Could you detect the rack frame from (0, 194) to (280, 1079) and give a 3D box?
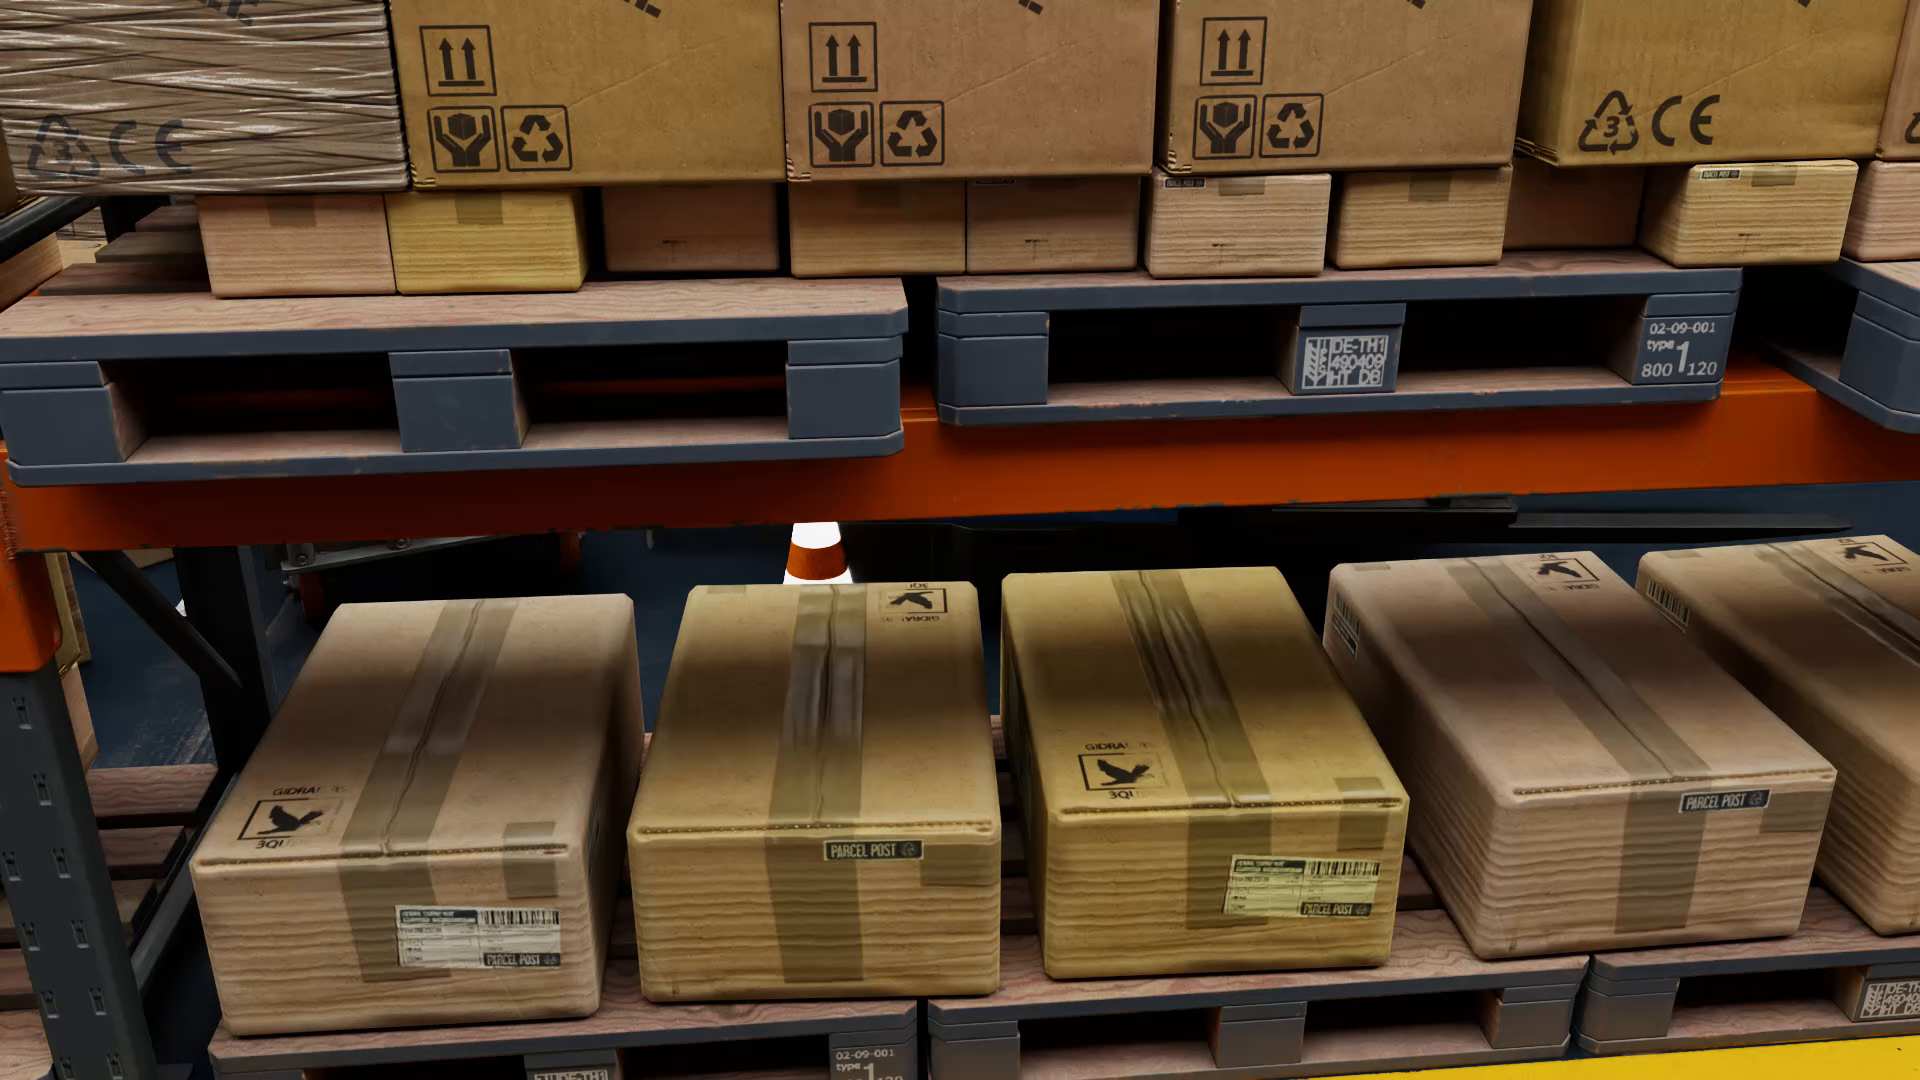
[{"bbox_3d":[-1.496,-0.507,2.698,0.127,3.000,1.000,-2,24,-5],"label":"rack frame"}]

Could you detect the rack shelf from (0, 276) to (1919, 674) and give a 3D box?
[{"bbox_3d":[0.494,-0.258,3.023,4.000,0.370,1.077,-2,24,-5],"label":"rack shelf"}]

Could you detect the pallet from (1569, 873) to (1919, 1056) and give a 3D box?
[{"bbox_3d":[1.707,0.638,3.555,1.213,0.211,1.003,-2,24,-5],"label":"pallet"}]

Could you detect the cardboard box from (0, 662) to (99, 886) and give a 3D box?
[{"bbox_3d":[-2.110,0.472,3.363,0.500,0.250,0.500,-3,24,-8],"label":"cardboard box"}]

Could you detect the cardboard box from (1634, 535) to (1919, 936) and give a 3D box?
[{"bbox_3d":[1.921,0.361,3.464,0.625,0.372,0.950,-4,24,-9],"label":"cardboard box"}]

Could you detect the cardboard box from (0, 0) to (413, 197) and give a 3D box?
[{"bbox_3d":[-1.001,-0.783,2.313,0.500,0.500,0.500,-2,24,-4],"label":"cardboard box"}]

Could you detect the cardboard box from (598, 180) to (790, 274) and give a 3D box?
[{"bbox_3d":[-0.391,-0.527,2.535,0.250,0.149,0.380,-1,24,-2],"label":"cardboard box"}]

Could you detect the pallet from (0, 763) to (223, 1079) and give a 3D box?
[{"bbox_3d":[-2.161,0.808,3.172,1.213,0.211,1.003,-2,24,-5],"label":"pallet"}]

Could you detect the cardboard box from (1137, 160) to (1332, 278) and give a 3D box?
[{"bbox_3d":[0.385,-0.519,2.518,0.250,0.149,0.380,-1,24,-3],"label":"cardboard box"}]

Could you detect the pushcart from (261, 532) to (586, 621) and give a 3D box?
[{"bbox_3d":[-1.770,-0.228,5.299,0.936,0.377,1.648,-11,26,-23],"label":"pushcart"}]

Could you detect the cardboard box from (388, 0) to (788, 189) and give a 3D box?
[{"bbox_3d":[-0.503,-0.804,2.359,0.500,0.500,0.500,-2,24,-5],"label":"cardboard box"}]

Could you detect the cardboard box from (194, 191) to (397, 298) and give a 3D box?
[{"bbox_3d":[-0.915,-0.479,2.426,0.250,0.149,0.380,-2,24,-4],"label":"cardboard box"}]

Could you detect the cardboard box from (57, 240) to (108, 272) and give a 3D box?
[{"bbox_3d":[-3.527,-0.886,6.625,0.500,0.500,0.500,2,24,4],"label":"cardboard box"}]

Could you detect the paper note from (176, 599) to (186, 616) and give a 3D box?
[{"bbox_3d":[-2.191,0.181,4.805,0.142,0.019,0.148,-2,24,-5],"label":"paper note"}]

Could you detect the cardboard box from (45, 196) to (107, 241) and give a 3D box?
[{"bbox_3d":[-3.612,-1.690,7.459,0.875,0.875,0.875,-2,24,-5],"label":"cardboard box"}]

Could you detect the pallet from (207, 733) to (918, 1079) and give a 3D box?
[{"bbox_3d":[-0.721,0.735,3.335,1.213,0.211,1.003,-2,24,-5],"label":"pallet"}]

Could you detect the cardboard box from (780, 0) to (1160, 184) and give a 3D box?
[{"bbox_3d":[-0.009,-0.818,2.391,0.500,0.500,0.500,-2,24,-5],"label":"cardboard box"}]

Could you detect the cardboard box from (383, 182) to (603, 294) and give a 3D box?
[{"bbox_3d":[-0.665,-0.485,2.440,0.250,0.149,0.380,-2,24,-4],"label":"cardboard box"}]

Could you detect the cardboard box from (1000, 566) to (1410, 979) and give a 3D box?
[{"bbox_3d":[0.433,0.421,3.327,0.625,0.372,0.950,-2,24,-3],"label":"cardboard box"}]

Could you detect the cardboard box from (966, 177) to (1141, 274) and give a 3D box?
[{"bbox_3d":[0.115,-0.530,2.541,0.250,0.149,0.380,-2,24,-5],"label":"cardboard box"}]

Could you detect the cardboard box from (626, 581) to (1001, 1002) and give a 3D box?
[{"bbox_3d":[-0.259,0.450,3.263,0.625,0.372,0.950,-1,24,-2],"label":"cardboard box"}]

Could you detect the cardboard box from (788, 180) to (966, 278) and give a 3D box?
[{"bbox_3d":[-0.131,-0.521,2.520,0.250,0.149,0.380,-2,24,-4],"label":"cardboard box"}]

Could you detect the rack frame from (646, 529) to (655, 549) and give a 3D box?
[{"bbox_3d":[-0.967,-0.568,5.051,0.015,1.200,0.240,0,24,0],"label":"rack frame"}]

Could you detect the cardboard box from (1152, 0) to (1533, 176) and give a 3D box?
[{"bbox_3d":[0.501,-0.843,2.446,0.500,0.500,0.500,-3,24,-7],"label":"cardboard box"}]

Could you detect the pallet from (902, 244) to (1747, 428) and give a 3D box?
[{"bbox_3d":[0.519,-0.484,2.881,1.213,0.211,1.003,-2,24,-5],"label":"pallet"}]

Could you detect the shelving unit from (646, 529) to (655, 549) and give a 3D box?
[{"bbox_3d":[-0.723,-0.568,5.050,0.503,1.200,0.258,0,24,0],"label":"shelving unit"}]

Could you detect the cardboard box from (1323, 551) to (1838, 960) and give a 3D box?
[{"bbox_3d":[1.188,0.393,3.390,0.625,0.372,0.950,-3,24,-6],"label":"cardboard box"}]

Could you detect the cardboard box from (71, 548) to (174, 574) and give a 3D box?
[{"bbox_3d":[-2.518,-0.093,5.132,0.258,0.266,0.396,22,32,40],"label":"cardboard box"}]

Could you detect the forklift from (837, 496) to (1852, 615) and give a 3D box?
[{"bbox_3d":[1.057,-1.310,4.590,3.031,2.935,1.130,0,24,0],"label":"forklift"}]

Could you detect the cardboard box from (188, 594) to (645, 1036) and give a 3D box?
[{"bbox_3d":[-0.974,0.480,3.196,0.625,0.372,0.950,-2,24,-4],"label":"cardboard box"}]

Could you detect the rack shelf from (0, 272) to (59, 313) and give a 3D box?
[{"bbox_3d":[-3.486,-0.099,2.664,4.000,0.370,1.077,-2,24,-5],"label":"rack shelf"}]

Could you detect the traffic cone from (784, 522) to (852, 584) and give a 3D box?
[{"bbox_3d":[-0.400,0.037,4.598,0.334,0.463,0.336,-2,24,-5],"label":"traffic cone"}]

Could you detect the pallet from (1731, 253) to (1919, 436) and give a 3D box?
[{"bbox_3d":[1.786,-0.508,2.935,1.003,0.211,1.213,-2,24,-5],"label":"pallet"}]

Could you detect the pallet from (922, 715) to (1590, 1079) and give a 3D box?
[{"bbox_3d":[0.496,0.685,3.448,1.213,0.211,1.003,-2,24,-5],"label":"pallet"}]

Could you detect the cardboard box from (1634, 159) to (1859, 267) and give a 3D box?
[{"bbox_3d":[1.152,-0.544,2.573,0.250,0.149,0.380,-2,24,-4],"label":"cardboard box"}]

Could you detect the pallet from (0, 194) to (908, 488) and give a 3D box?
[{"bbox_3d":[-0.721,-0.391,2.673,1.213,0.211,1.003,-2,24,-5],"label":"pallet"}]

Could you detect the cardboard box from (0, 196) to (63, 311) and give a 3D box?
[{"bbox_3d":[-1.841,-0.509,3.012,0.250,0.149,0.380,-2,24,-5],"label":"cardboard box"}]

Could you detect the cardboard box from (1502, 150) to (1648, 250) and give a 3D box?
[{"bbox_3d":[0.889,-0.585,2.665,0.250,0.149,0.380,-2,24,-5],"label":"cardboard box"}]

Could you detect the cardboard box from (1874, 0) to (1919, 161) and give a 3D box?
[{"bbox_3d":[1.546,-0.885,2.541,0.500,0.500,0.500,-3,24,-6],"label":"cardboard box"}]

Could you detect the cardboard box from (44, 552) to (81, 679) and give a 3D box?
[{"bbox_3d":[-2.110,0.129,3.211,0.500,0.500,0.500,-1,24,-3],"label":"cardboard box"}]

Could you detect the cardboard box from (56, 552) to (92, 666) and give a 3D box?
[{"bbox_3d":[-2.696,0.127,4.346,0.500,0.500,0.500,16,28,31],"label":"cardboard box"}]

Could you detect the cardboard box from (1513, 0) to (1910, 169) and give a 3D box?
[{"bbox_3d":[1.044,-0.864,2.495,0.500,0.500,0.500,-4,24,-9],"label":"cardboard box"}]

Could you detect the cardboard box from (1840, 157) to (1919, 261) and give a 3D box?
[{"bbox_3d":[1.424,-0.561,2.611,0.250,0.149,0.380,-3,24,-8],"label":"cardboard box"}]

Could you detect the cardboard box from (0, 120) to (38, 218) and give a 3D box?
[{"bbox_3d":[-1.961,-0.784,2.831,0.500,0.500,0.500,-2,24,-5],"label":"cardboard box"}]

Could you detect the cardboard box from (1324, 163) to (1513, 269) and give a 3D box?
[{"bbox_3d":[0.647,-0.542,2.568,0.250,0.149,0.380,-3,24,-7],"label":"cardboard box"}]
